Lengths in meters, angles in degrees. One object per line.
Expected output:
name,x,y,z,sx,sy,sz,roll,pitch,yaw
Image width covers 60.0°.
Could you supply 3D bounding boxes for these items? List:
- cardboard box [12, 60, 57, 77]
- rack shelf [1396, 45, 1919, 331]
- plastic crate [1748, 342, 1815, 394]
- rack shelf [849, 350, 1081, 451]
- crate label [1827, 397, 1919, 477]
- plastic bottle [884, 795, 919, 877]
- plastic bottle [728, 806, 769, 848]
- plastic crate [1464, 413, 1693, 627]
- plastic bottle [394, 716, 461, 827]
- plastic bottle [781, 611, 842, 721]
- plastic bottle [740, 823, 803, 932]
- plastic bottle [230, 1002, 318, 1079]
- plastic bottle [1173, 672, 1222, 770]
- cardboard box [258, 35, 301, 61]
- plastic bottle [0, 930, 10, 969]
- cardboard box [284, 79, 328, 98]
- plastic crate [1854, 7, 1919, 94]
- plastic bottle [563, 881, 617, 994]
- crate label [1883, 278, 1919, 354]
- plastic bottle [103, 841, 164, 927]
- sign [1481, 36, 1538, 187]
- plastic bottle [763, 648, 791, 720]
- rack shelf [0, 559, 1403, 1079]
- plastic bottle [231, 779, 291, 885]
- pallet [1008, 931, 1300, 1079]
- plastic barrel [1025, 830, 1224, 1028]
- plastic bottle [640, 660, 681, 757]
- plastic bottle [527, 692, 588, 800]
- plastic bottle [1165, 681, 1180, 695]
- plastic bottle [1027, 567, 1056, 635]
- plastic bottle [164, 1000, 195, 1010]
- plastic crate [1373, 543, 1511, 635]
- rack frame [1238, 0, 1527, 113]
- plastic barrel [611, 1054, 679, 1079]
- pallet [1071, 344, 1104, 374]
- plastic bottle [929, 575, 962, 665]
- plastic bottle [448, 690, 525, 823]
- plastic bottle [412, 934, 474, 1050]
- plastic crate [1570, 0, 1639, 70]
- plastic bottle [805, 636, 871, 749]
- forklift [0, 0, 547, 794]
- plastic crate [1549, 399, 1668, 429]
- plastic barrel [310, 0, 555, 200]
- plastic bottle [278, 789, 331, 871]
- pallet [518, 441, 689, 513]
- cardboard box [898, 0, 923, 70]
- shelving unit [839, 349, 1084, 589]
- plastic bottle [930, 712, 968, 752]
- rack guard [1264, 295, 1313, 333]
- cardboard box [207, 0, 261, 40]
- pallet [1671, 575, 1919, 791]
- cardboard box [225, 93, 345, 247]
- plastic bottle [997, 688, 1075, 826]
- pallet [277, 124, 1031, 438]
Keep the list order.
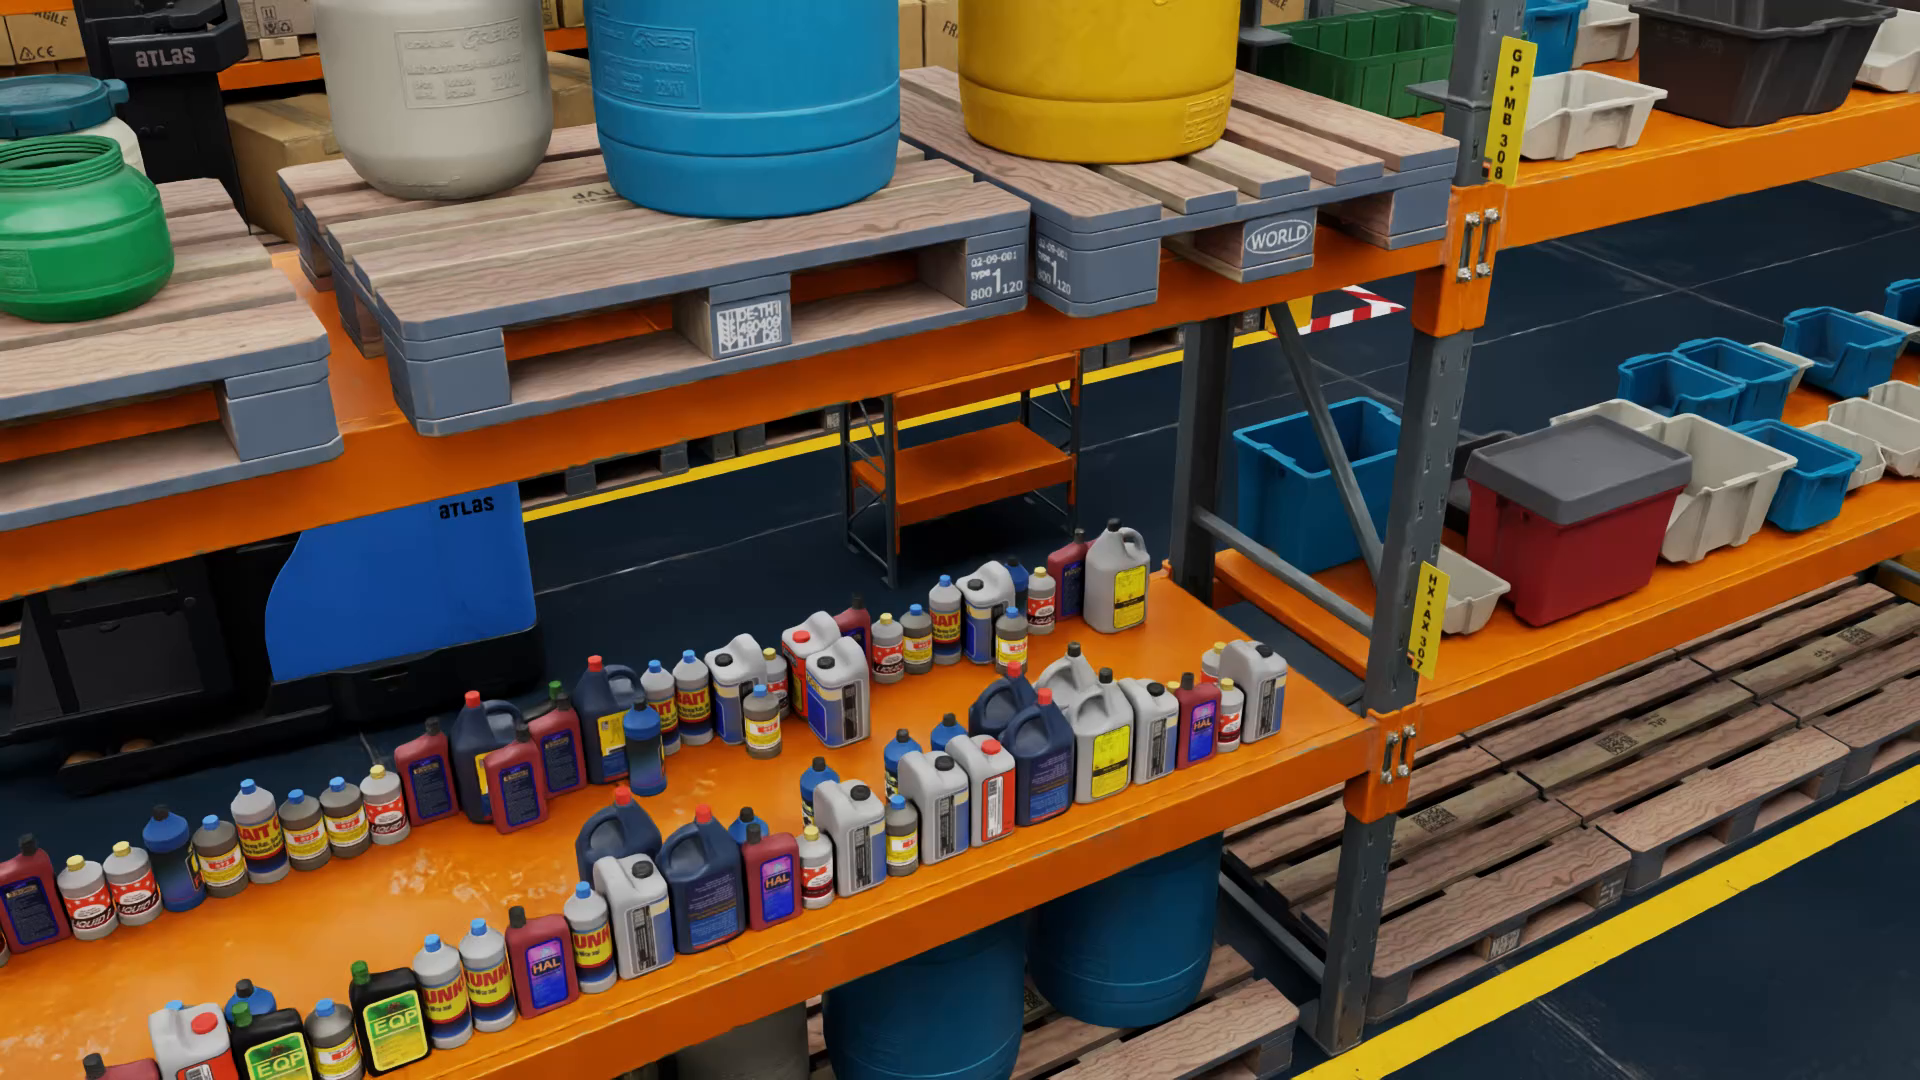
cardboard box,-6.221,-3.189,11.164,0.250,0.149,0.380,-15,32,-25
rack shelf,2.703,-1.378,5.283,4.000,0.370,1.077,-16,33,-26
plastic crate,3.144,-0.647,6.529,0.298,0.136,0.250,-16,33,-26
rack shelf,0.006,-0.750,7.840,1.000,0.278,0.538,-16,33,-26
crate label,3.331,-0.362,6.013,0.243,0.136,0.396,-16,33,-26
plastic bottle,-0.150,0.713,4.059,0.097,0.201,0.097,0,29,0
plastic bottle,-0.495,0.747,3.926,0.097,0.271,0.097,0,29,0
plastic crate,1.875,-0.059,5.124,0.583,0.464,0.402,-16,33,-26
plastic bottle,-1.352,0.583,4.210,0.133,0.283,0.061,-16,33,-26
plastic bottle,-0.412,0.345,4.649,0.135,0.276,0.152,-16,33,-26
plastic bottle,-0.440,0.770,3.871,0.133,0.283,0.061,-16,33,-26
plastic bottle,-1.396,1.041,3.379,0.133,0.283,0.061,-16,33,-26
plastic bottle,0.626,0.467,4.419,0.133,0.283,0.061,-16,33,-26
cardboard box,-4.839,-3.510,11.746,0.250,0.149,0.380,-16,33,-26
plastic bottle,-2.229,0.878,3.760,0.097,0.201,0.097,0,29,0
cardboard box,-4.535,-3.047,12.457,0.750,0.750,0.750,-15,32,-26
plastic crate,2.771,-1.458,4.957,0.530,0.136,0.437,-16,33,-26
plastic bottle,-0.824,0.874,3.695,0.097,0.271,0.097,0,29,0
crate label,4.047,-0.899,6.886,0.303,0.233,0.416,-16,33,-26
plastic bottle,-1.946,0.798,3.905,0.097,0.201,0.097,0,29,0
sign,1.255,-0.978,3.804,0.005,0.325,0.100,-16,33,-26
plastic bottle,-0.526,0.395,4.636,0.097,0.201,0.097,0,29,0
rack shelf,-0.746,0.914,4.234,4.000,0.370,1.077,-16,33,-26
plastic bottle,-1.694,0.696,4.018,0.097,0.271,0.097,0,29,0
pallet,0.292,1.502,5.310,1.213,0.211,1.003,-16,33,-26
plastic barrel,0.501,0.970,5.124,0.708,0.901,0.600,-16,33,-26
plastic bottle,-0.810,0.445,4.473,0.097,0.271,0.097,0,29,0
plastic bottle,-1.047,0.531,4.305,0.133,0.283,0.061,-16,33,-26
plastic bottle,0.570,0.475,4.491,0.097,0.201,0.097,0,29,0
plastic bottle,0.241,0.177,5.030,0.097,0.201,0.097,0,29,0
plastic bottle,-1.614,1.044,3.460,0.097,0.201,0.097,0,29,0
plastic crate,1.452,0.144,5.095,0.243,0.136,0.396,-16,33,-26
rack frame,0.978,-2.517,3.498,0.127,3.000,1.000,-16,33,-26
plastic barrel,-1.084,1.557,4.385,0.708,0.588,0.600,-16,33,-26
pallet,0.118,-1.202,10.210,1.213,0.211,1.003,-16,33,-26
plastic bottle,-0.043,0.227,4.867,0.097,0.271,0.097,0,29,0
plastic bottle,-1.194,0.532,4.232,0.185,0.351,0.144,-16,33,-26
plastic bottle,-1.107,0.954,3.549,0.097,0.271,0.097,0,29,0
plastic crate,1.882,-1.558,5.138,0.466,0.136,0.293,-16,33,-26
plastic bottle,-0.335,0.408,4.534,0.135,0.276,0.152,-16,33,-26
forklift,-3.333,-0.587,6.281,3.031,2.935,1.130,-12,31,-20
plastic crate,2.327,-0.353,5.996,0.466,0.136,0.293,-16,33,-26
plastic barrel,-1.018,-0.965,3.214,0.433,0.535,0.433,0,29,0
plastic bottle,-1.610,0.703,4.078,0.097,0.201,0.097,0,29,0
pallet,-2.210,-0.519,8.972,1.213,0.211,1.003,-16,33,-26
cardboard box,-0.535,-2.561,8.648,0.500,0.500,0.500,-17,33,-28
shelving unit,0.006,-0.494,7.981,1.048,1.125,0.538,-16,33,-26
plastic bottle,-0.027,0.562,4.260,0.097,0.271,0.097,0,29,0
rack guard,1.855,-1.821,11.032,0.348,0.500,1.175,-16,33,-26
cardboard box,-5.183,-3.734,11.479,0.500,0.500,0.500,-16,33,-26
pallet,3.696,0.537,7.059,1.213,0.211,1.003,-16,33,-26
cardboard box,-3.020,-1.724,7.732,0.700,0.500,0.500,26,38,38
plastic bottle,0.192,0.538,4.222,0.185,0.351,0.144,-16,33,-26
pallet,-0.624,-0.610,3.341,1.213,0.211,1.003,-16,33,-26
